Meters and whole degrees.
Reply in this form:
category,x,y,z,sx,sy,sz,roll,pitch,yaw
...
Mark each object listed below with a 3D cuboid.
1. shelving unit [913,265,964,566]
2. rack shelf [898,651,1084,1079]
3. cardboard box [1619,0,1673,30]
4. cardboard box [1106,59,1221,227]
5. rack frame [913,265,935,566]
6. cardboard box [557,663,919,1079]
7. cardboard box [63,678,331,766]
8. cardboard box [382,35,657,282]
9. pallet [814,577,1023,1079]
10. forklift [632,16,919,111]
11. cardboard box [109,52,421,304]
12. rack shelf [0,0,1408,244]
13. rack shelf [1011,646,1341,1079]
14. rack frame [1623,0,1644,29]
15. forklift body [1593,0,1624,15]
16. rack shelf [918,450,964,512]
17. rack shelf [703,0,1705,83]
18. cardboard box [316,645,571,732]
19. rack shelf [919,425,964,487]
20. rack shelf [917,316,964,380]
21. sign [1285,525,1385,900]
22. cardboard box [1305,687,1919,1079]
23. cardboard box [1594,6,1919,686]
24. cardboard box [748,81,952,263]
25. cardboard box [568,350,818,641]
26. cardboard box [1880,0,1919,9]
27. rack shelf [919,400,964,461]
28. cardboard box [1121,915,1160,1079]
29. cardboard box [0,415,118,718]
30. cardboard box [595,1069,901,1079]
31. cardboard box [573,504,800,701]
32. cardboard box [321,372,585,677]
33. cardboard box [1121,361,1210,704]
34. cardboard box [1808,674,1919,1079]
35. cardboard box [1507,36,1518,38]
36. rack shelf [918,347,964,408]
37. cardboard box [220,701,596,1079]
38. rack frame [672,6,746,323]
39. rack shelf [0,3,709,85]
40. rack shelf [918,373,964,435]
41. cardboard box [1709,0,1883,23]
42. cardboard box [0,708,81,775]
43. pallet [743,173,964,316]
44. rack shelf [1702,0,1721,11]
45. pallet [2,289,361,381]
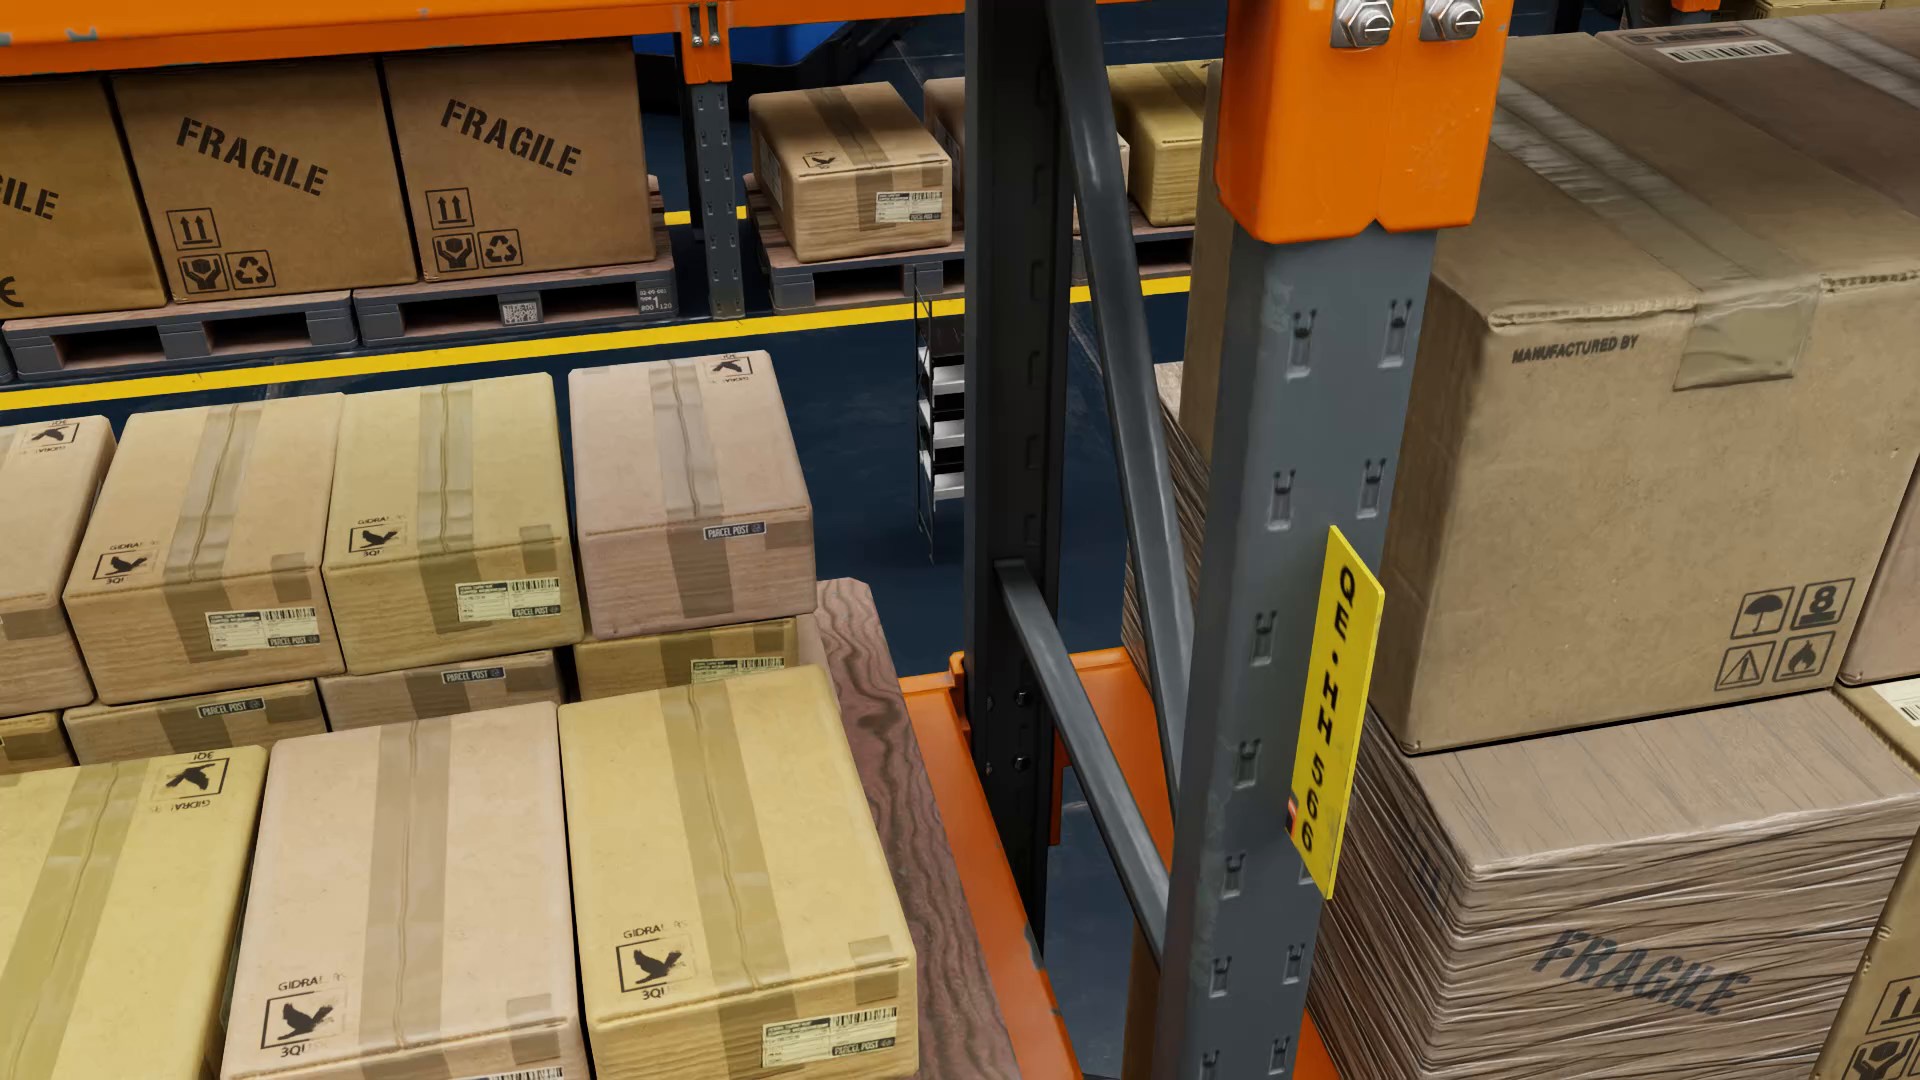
category,x,y,z,sx,sy,sz,roll,pitch,yaw
shelving unit,-0.008,-0.373,4.998,0.210,0.900,0.258,-7,35,-11
rack shelf,-1.775,0.846,1.943,4.000,0.370,1.077,-7,35,-11
cardboard box,3.404,-2.431,7.599,0.500,0.500,0.500,-8,35,-11
cardboard box,0.997,-1.709,7.087,0.625,0.372,0.950,-6,34,-9
rack frame,-0.107,-0.360,4.979,0.006,0.900,0.240,-7,35,-11
cardboard box,-0.202,0.293,1.435,0.250,0.149,0.380,-9,35,-12
cardboard box,-0.864,0.127,1.951,0.250,0.149,0.380,-8,35,-12
cardboard box,-1.707,-1.629,6.516,0.875,0.875,0.875,-7,35,-11
pallet,-0.496,0.526,1.946,1.003,0.211,1.213,-7,35,-11
forklift,-0.874,-4.128,8.828,1.129,2.867,3.031,10,35,14
cardboard box,-2.578,-1.522,6.356,0.875,0.875,0.875,-7,34,-10
rack shelf,-1.775,-0.400,1.108,4.000,0.370,1.077,-7,35,-11
rack shelf,2.126,0.354,2.676,4.000,0.370,1.077,-7,35,-11
rack frame,2.885,-2.870,6.835,0.053,2.616,0.949,-7,35,-11
forklift body,4.242,-4.480,9.996,1.214,2.155,2.313,-7,35,-11
rack shelf,-0.008,-0.196,5.117,0.200,0.077,0.258,-7,35,-11
rack shelf,0.935,-2.324,6.667,4.000,0.370,1.077,-7,35,-11
cardboard box,-0.605,0.092,2.002,0.250,0.149,0.380,-6,34,-8
rack shelf,-0.008,-0.270,5.066,0.200,0.077,0.258,-7,35,-11
rack shelf,-0.008,-0.569,4.866,0.200,0.077,0.258,-7,35,-11
sign,0.304,0.147,1.371,0.005,0.325,0.100,-7,35,-11
cardboard box,0.673,0.351,1.945,0.500,0.500,0.500,-7,34,-10
cardboard box,1.108,-0.268,1.971,0.500,0.500,0.700,-8,35,-11
cardboard box,-0.462,-1.524,6.811,0.625,0.372,0.950,-9,35,-14
cardboard box,-0.322,-0.064,1.968,0.250,0.149,0.380,-7,35,-10
cardboard box,4.041,-2.211,7.270,0.500,0.500,0.500,-6,34,-9
rack shelf,-0.008,-0.345,5.016,0.200,0.077,0.258,-7,35,-11
cardboard box,0.789,1.035,2.658,0.750,0.750,1.050,-8,35,-11
cardboard box,-1.078,0.030,1.828,0.250,0.149,0.380,-9,35,-13
cardboard box,-0.206,0.416,1.520,0.250,0.149,0.380,-6,34,-10
cardboard box,-0.340,0.058,2.054,0.250,0.149,0.380,-6,34,-8
cardboard box,-0.580,-0.030,1.917,0.250,0.149,0.380,-8,35,-12
cardboard box,0.555,0.058,2.382,0.500,0.500,0.500,-7,35,-11
cardboard box,1.168,0.287,2.041,0.500,0.500,0.500,-7,35,-11
cardboard box,2.375,-1.886,7.350,0.625,0.372,0.950,-7,34,-10
rack shelf,-0.008,-0.494,4.916,0.200,0.077,0.258,-7,35,-11
cardboard box,-0.447,0.323,1.391,0.250,0.149,0.380,-8,35,-11
rack frame,-1.015,-2.377,6.100,0.127,3.000,1.000,-7,35,-11
rack shelf,-2.966,-1.832,5.934,4.000,0.370,1.077,-7,35,-11
rack shelf,-0.008,-0.420,4.966,0.200,0.077,0.258,-7,35,-11
cardboard box,3.521,-2.138,7.162,0.500,0.500,0.500,-6,34,-8
cardboard box,-1.110,0.158,1.904,0.250,0.149,0.380,-7,35,-10
pallet,-0.253,-1.314,7.019,1.213,0.211,1.003,-7,35,-11
rack shelf,4.837,-2.816,7.399,4.000,0.370,1.077,-7,35,-11
pallet,-2.988,-1.015,6.573,1.213,0.211,1.003,-7,35,-11
